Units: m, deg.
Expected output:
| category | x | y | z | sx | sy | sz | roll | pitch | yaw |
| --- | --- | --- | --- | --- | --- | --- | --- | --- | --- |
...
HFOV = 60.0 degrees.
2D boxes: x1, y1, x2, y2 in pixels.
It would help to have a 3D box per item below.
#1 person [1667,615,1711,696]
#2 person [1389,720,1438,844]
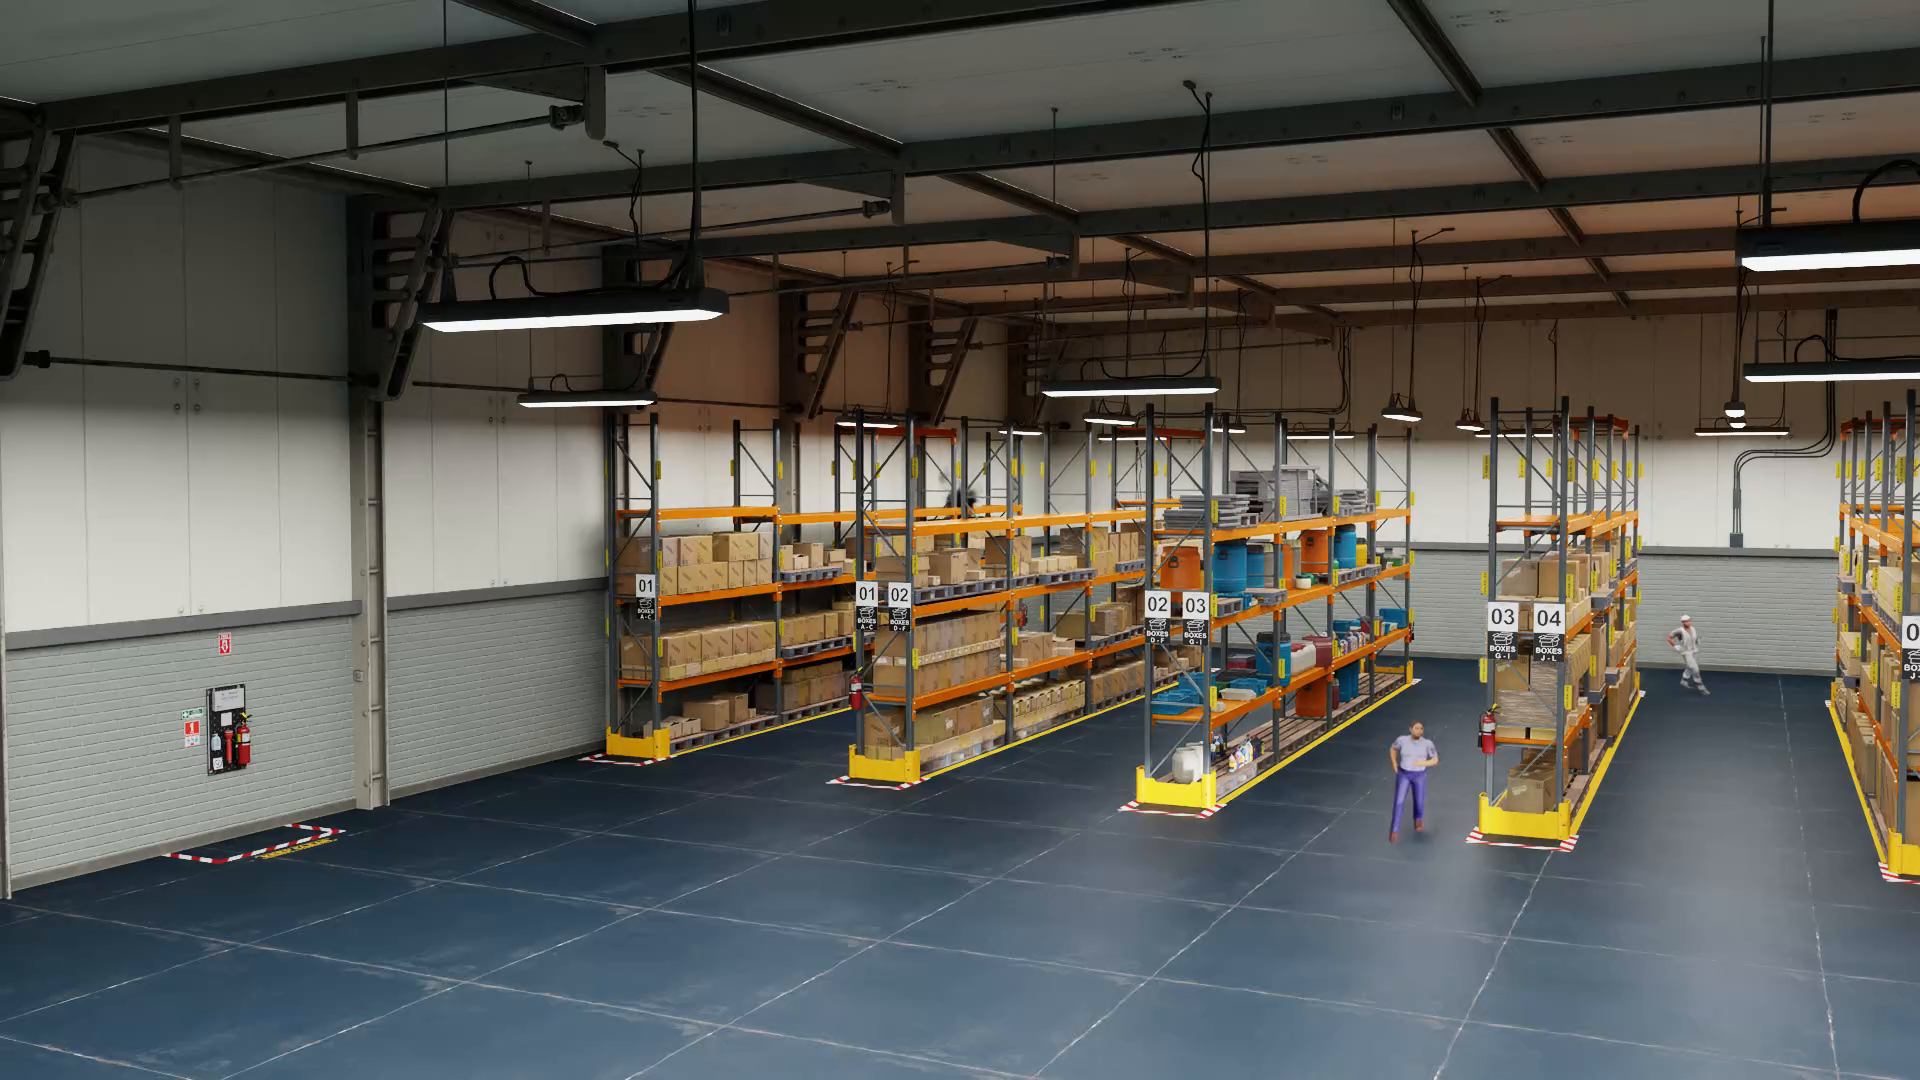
| category | x | y | z | sx | sy | sz | roll | pitch | yaw |
| --- | --- | --- | --- | --- | --- | --- | --- | --- | --- |
| person | 16.270 | 2.557 | 37.149 | 0.694 | 1.774 | 0.862 | -1 | 3 | -22 |
| person | 6.160 | 3.258 | 22.602 | 0.639 | 1.638 | 0.875 | 1 | 2 | 14 |
